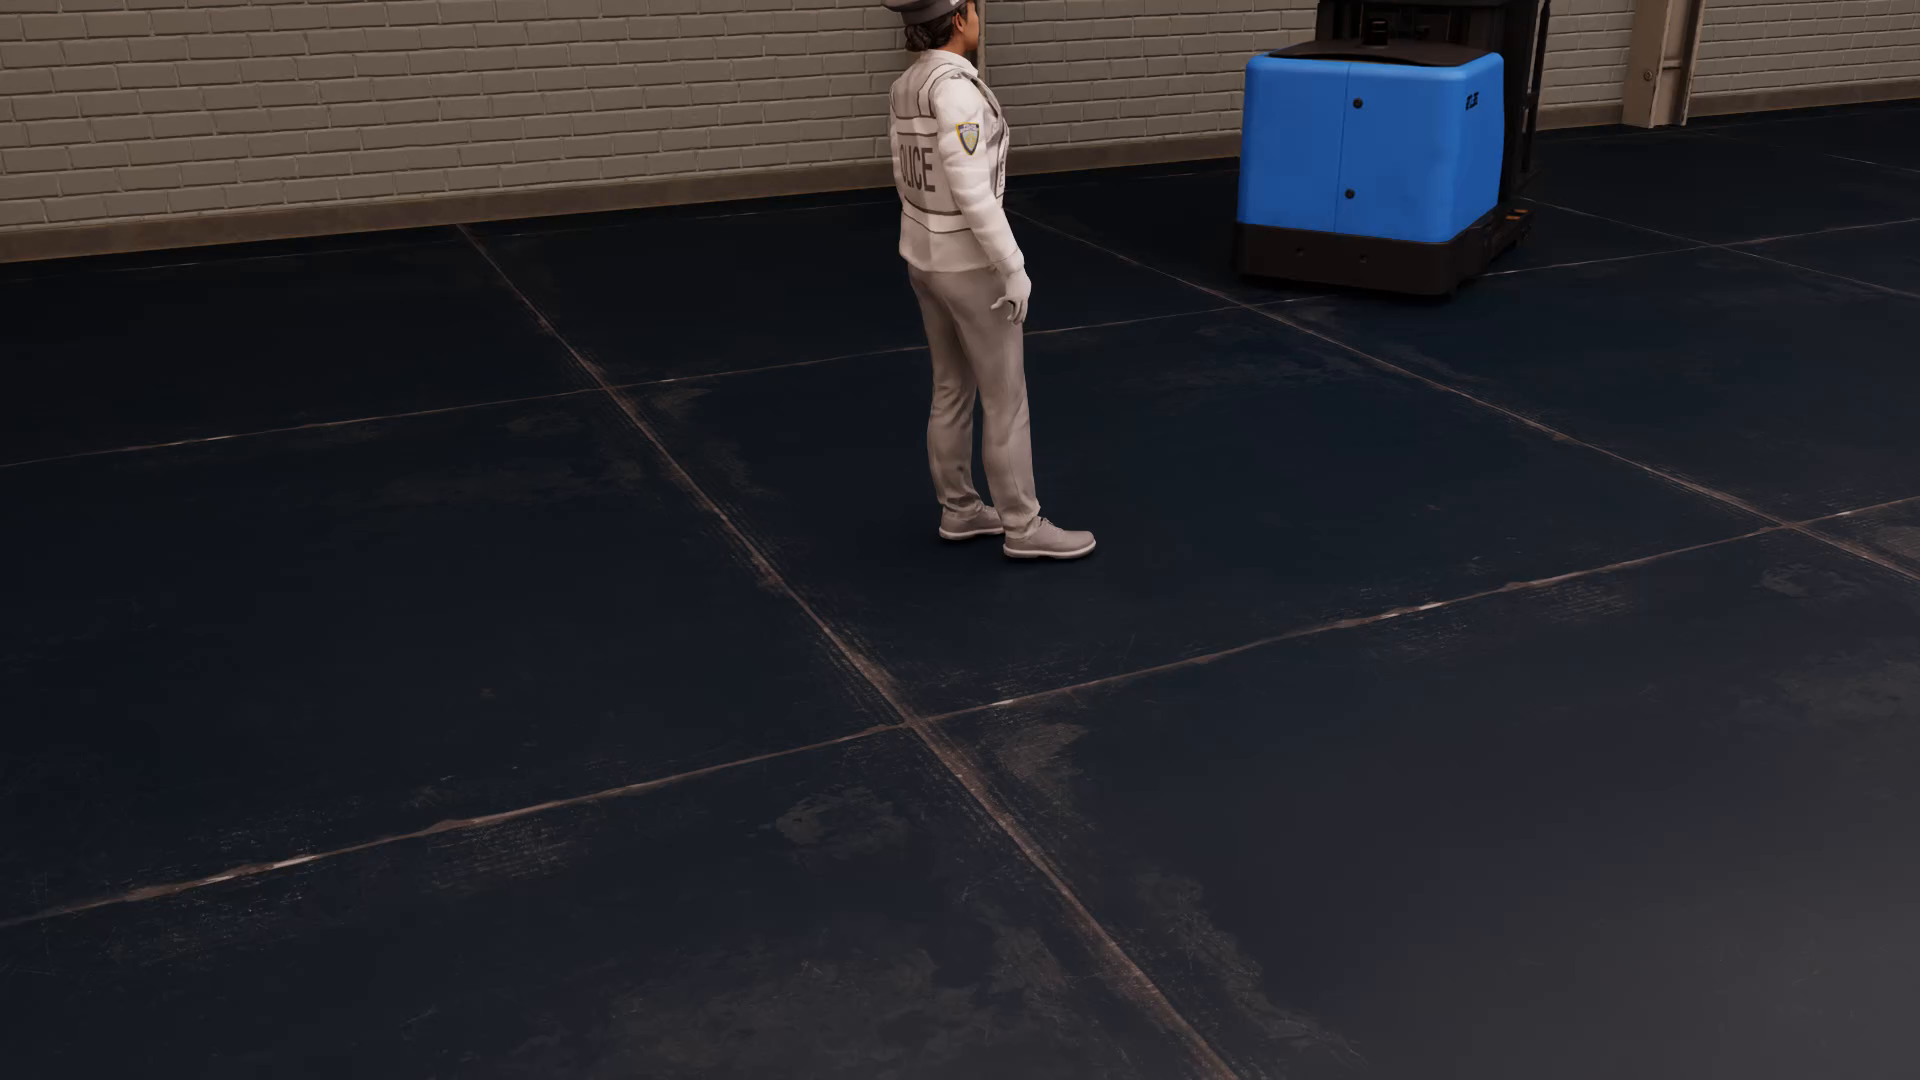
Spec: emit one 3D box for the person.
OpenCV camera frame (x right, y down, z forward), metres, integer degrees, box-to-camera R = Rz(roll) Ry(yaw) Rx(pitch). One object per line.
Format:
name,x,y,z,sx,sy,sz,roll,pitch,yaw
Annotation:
person,0.065,-0.798,4.800,0.530,1.694,0.587,-10,25,-23

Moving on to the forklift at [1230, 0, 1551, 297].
forklift,2.469,-2.997,8.500,1.130,2.935,3.031,12,25,27
